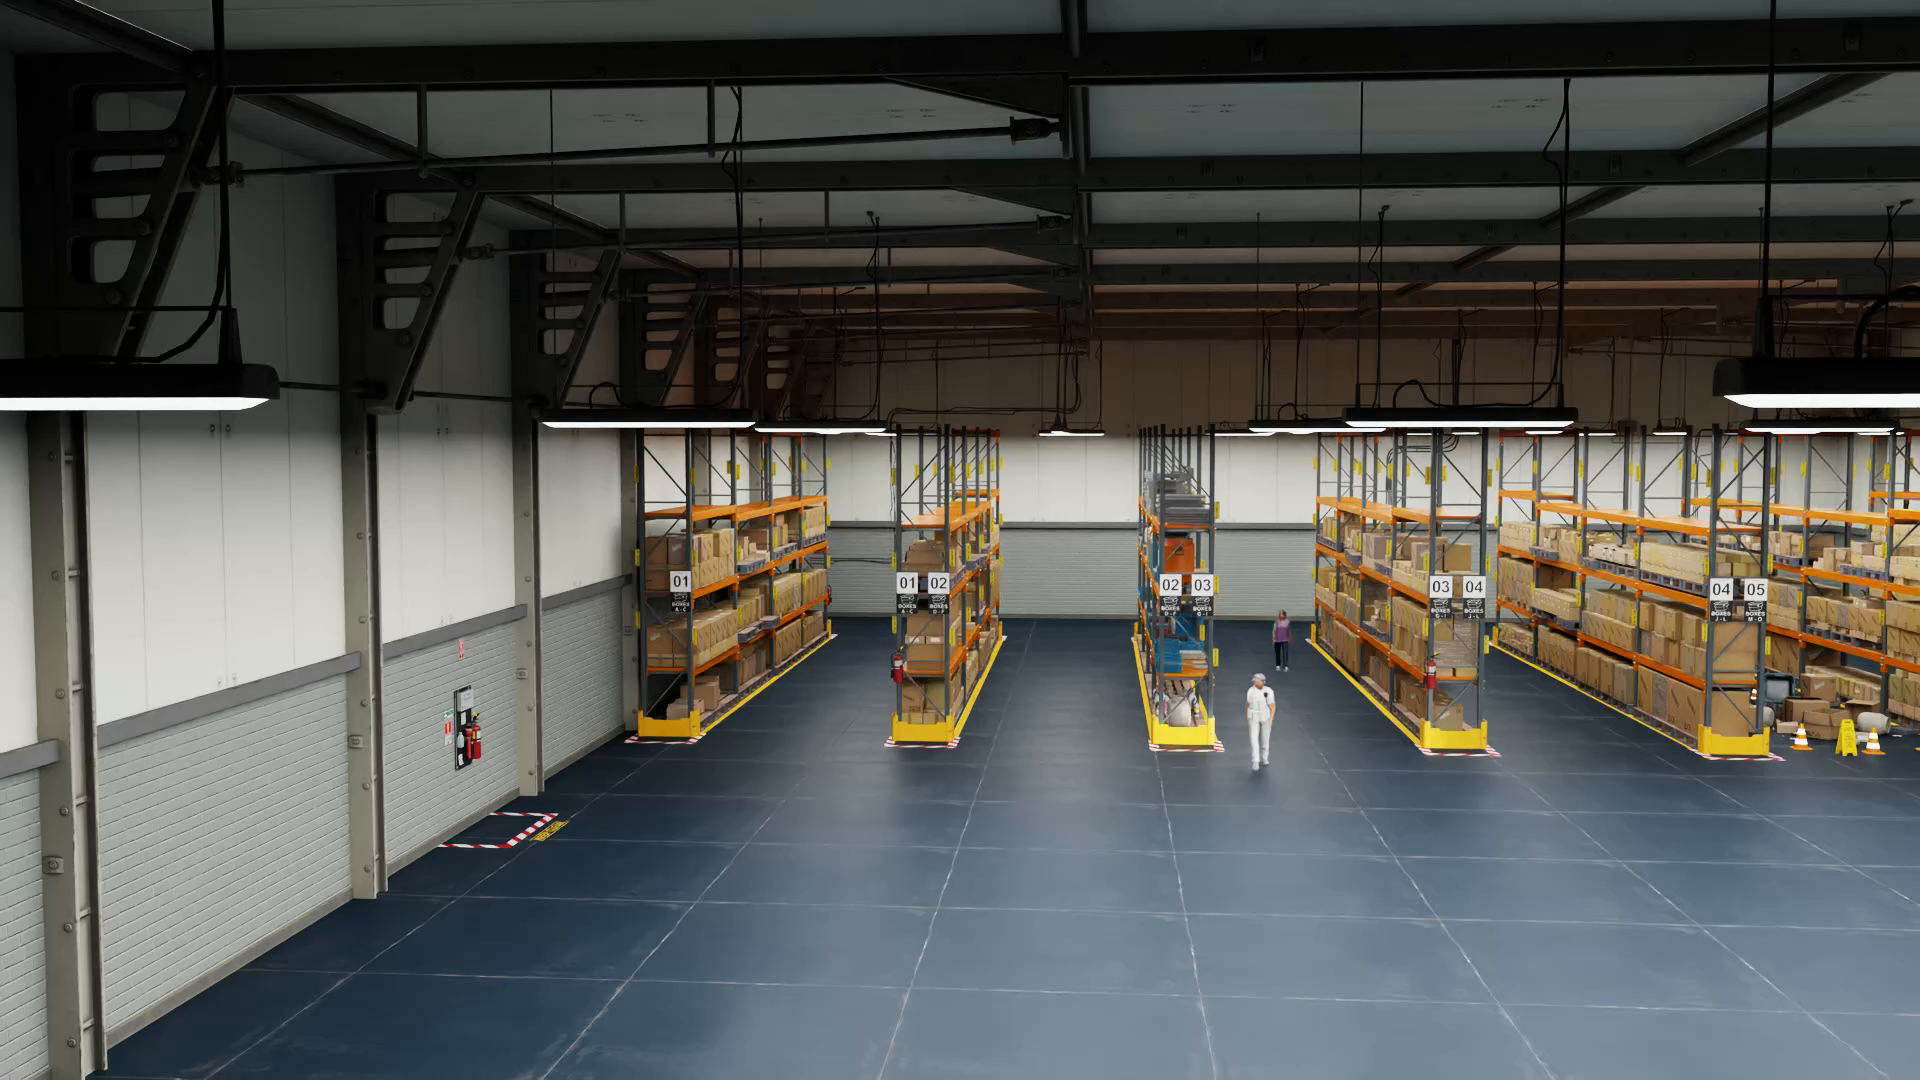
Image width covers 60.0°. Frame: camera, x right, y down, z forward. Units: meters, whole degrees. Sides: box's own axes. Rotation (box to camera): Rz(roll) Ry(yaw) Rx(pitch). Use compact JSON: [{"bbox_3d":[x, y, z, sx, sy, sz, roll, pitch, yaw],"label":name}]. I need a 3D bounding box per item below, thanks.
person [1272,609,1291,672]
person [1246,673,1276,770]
[{"bbox_3d":[7.849,2.467,40.585,0.452,1.538,1.011,1,4,13],"label":"person"},{"bbox_3d":[5.223,3.130,28.884,0.501,1.627,0.908,1,4,11],"label":"person"}]
